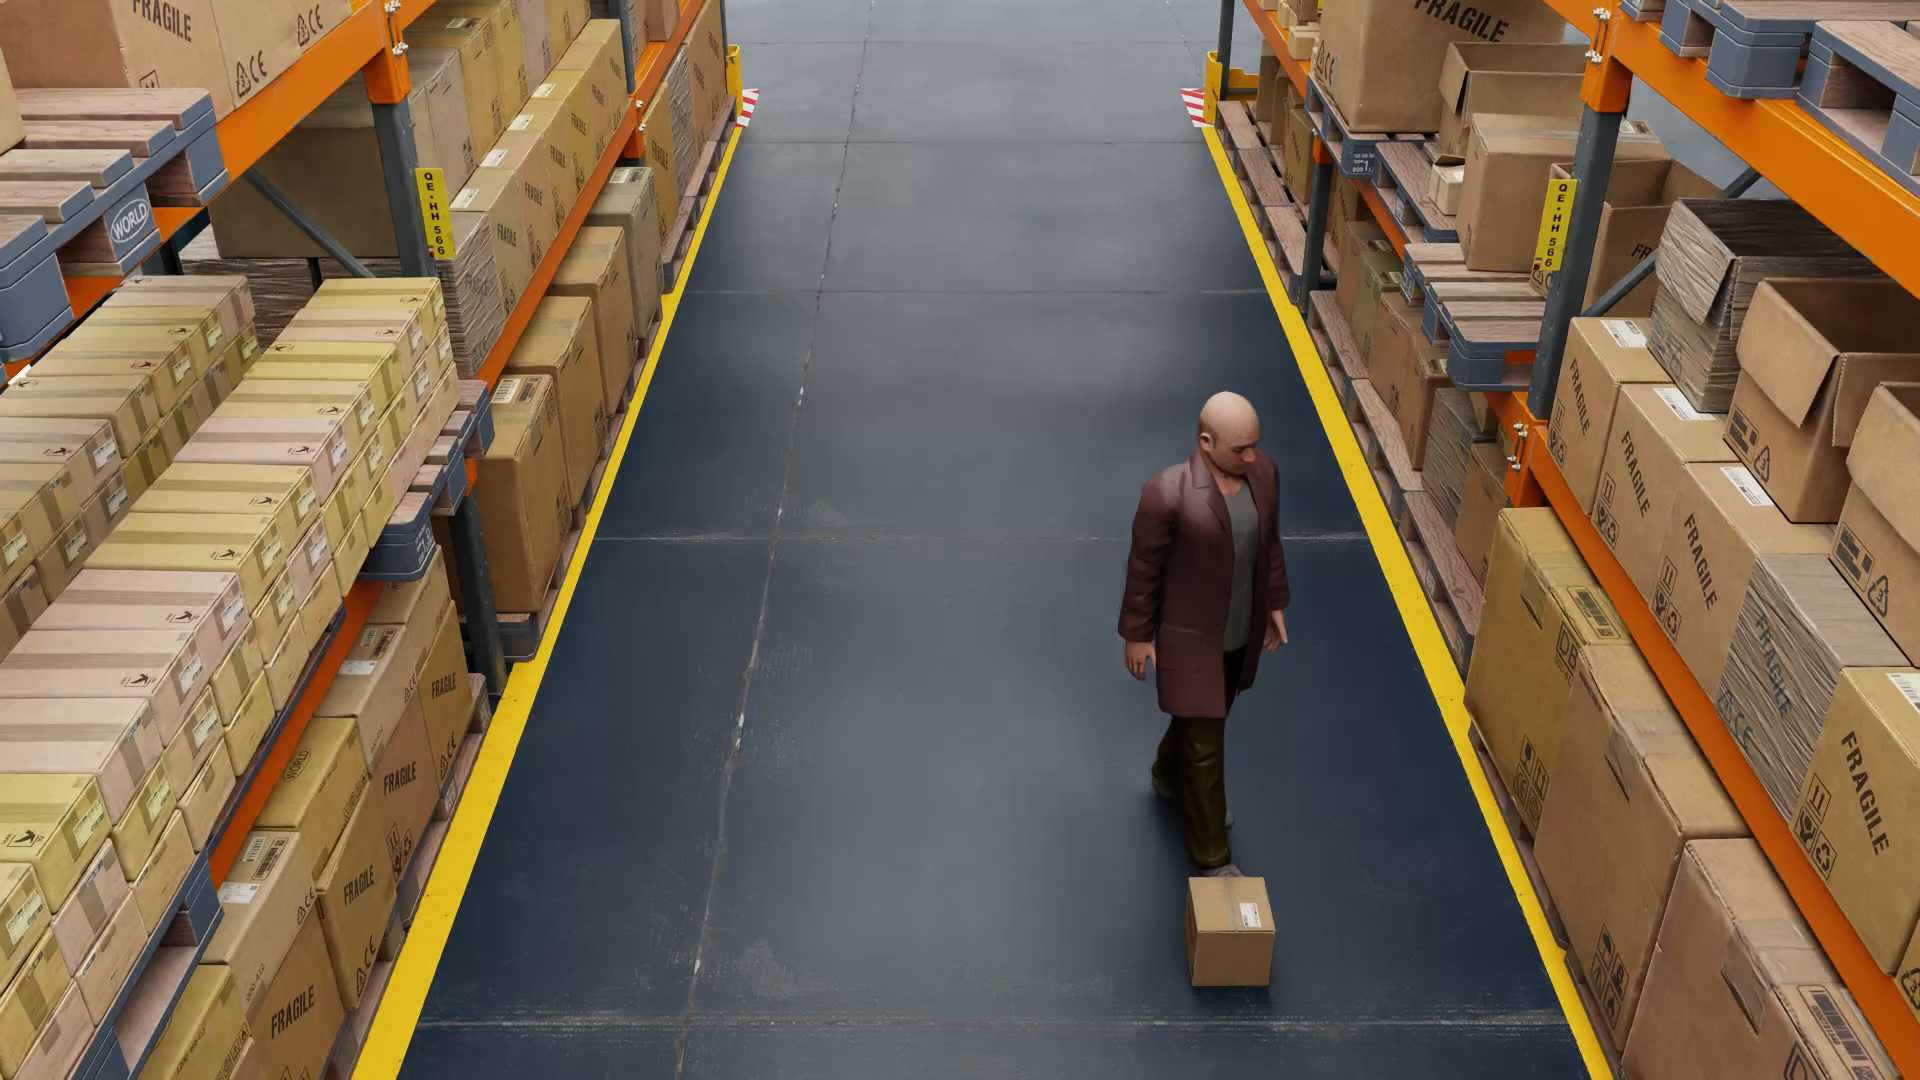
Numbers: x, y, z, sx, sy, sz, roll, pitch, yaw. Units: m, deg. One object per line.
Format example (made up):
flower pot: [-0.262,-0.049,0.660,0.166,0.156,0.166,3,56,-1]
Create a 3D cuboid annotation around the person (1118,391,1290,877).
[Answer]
person: [0.924,0.346,5.548,0.619,1.771,0.794,-19,36,-28]
